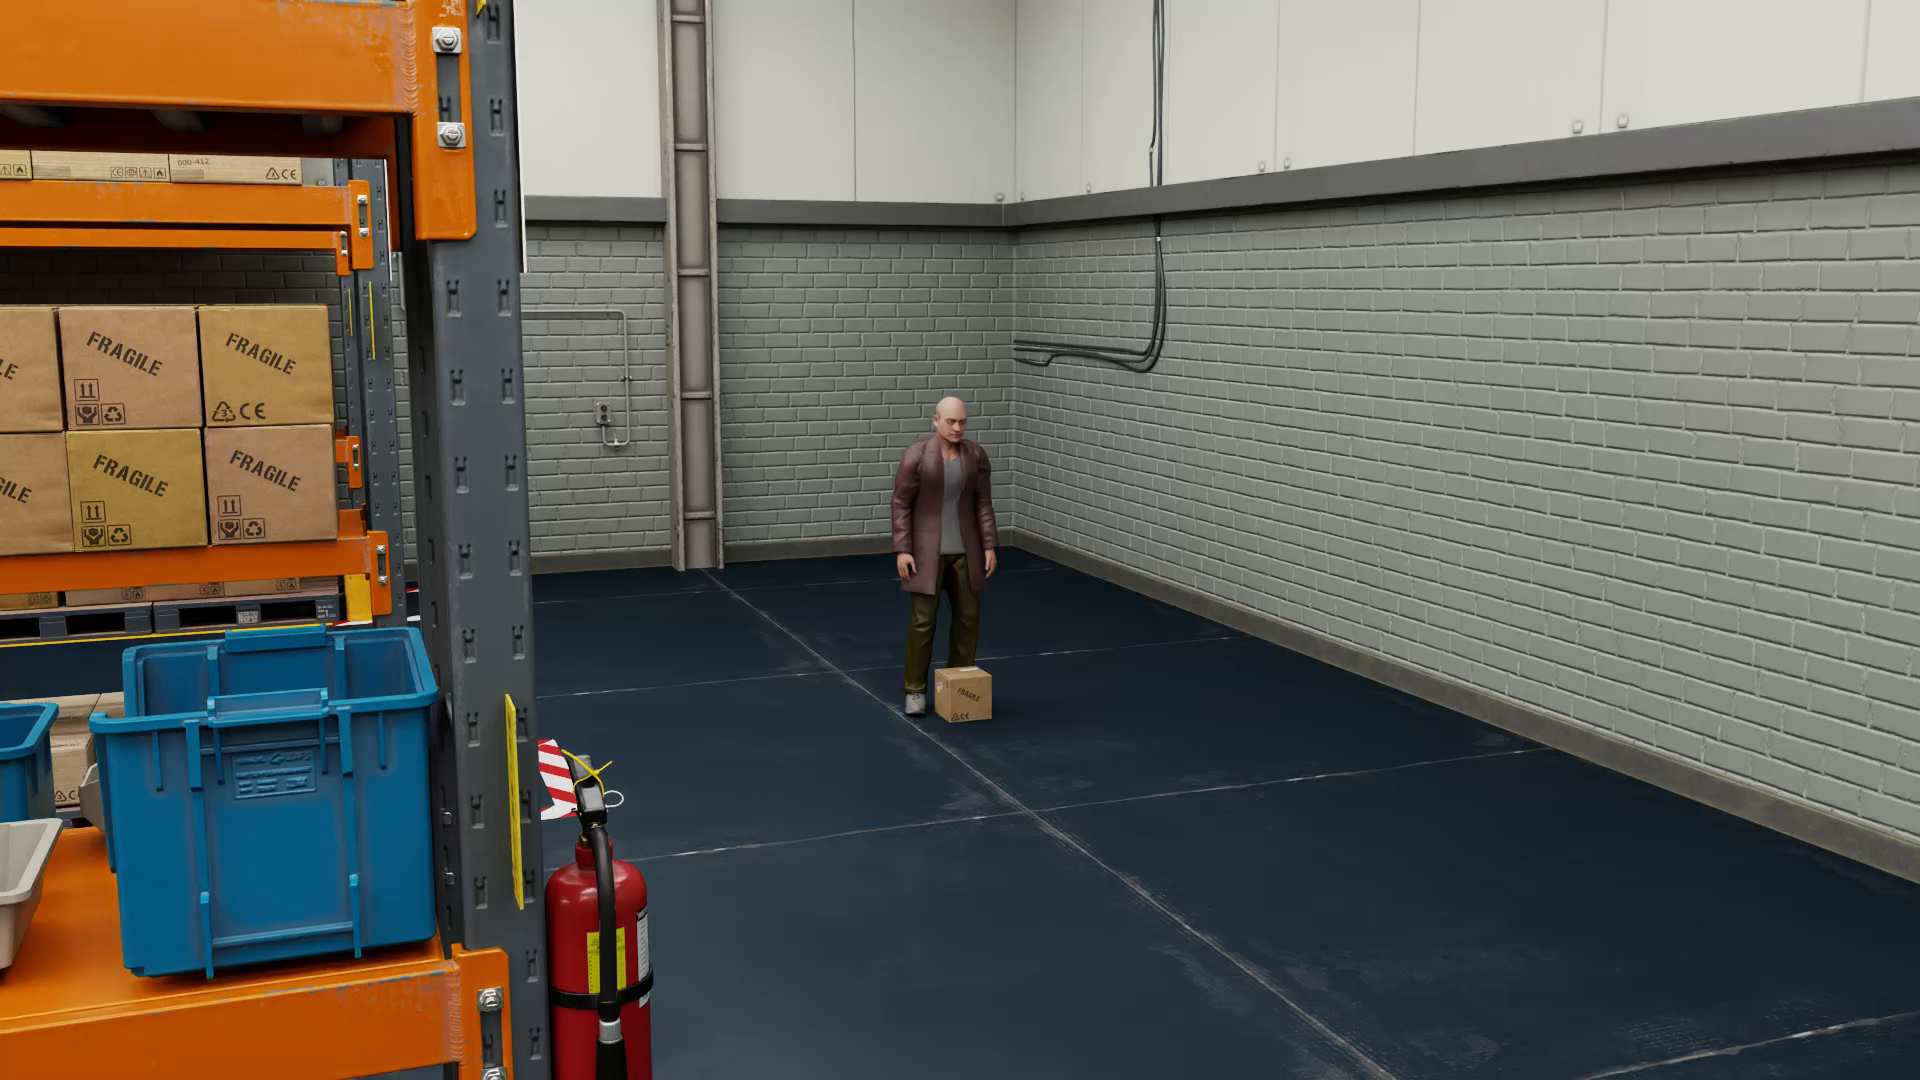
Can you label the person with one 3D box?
[{"bbox_3d":[-0.082,0.075,9.410,0.643,1.774,0.424,-3,9,-21],"label":"person"}]
